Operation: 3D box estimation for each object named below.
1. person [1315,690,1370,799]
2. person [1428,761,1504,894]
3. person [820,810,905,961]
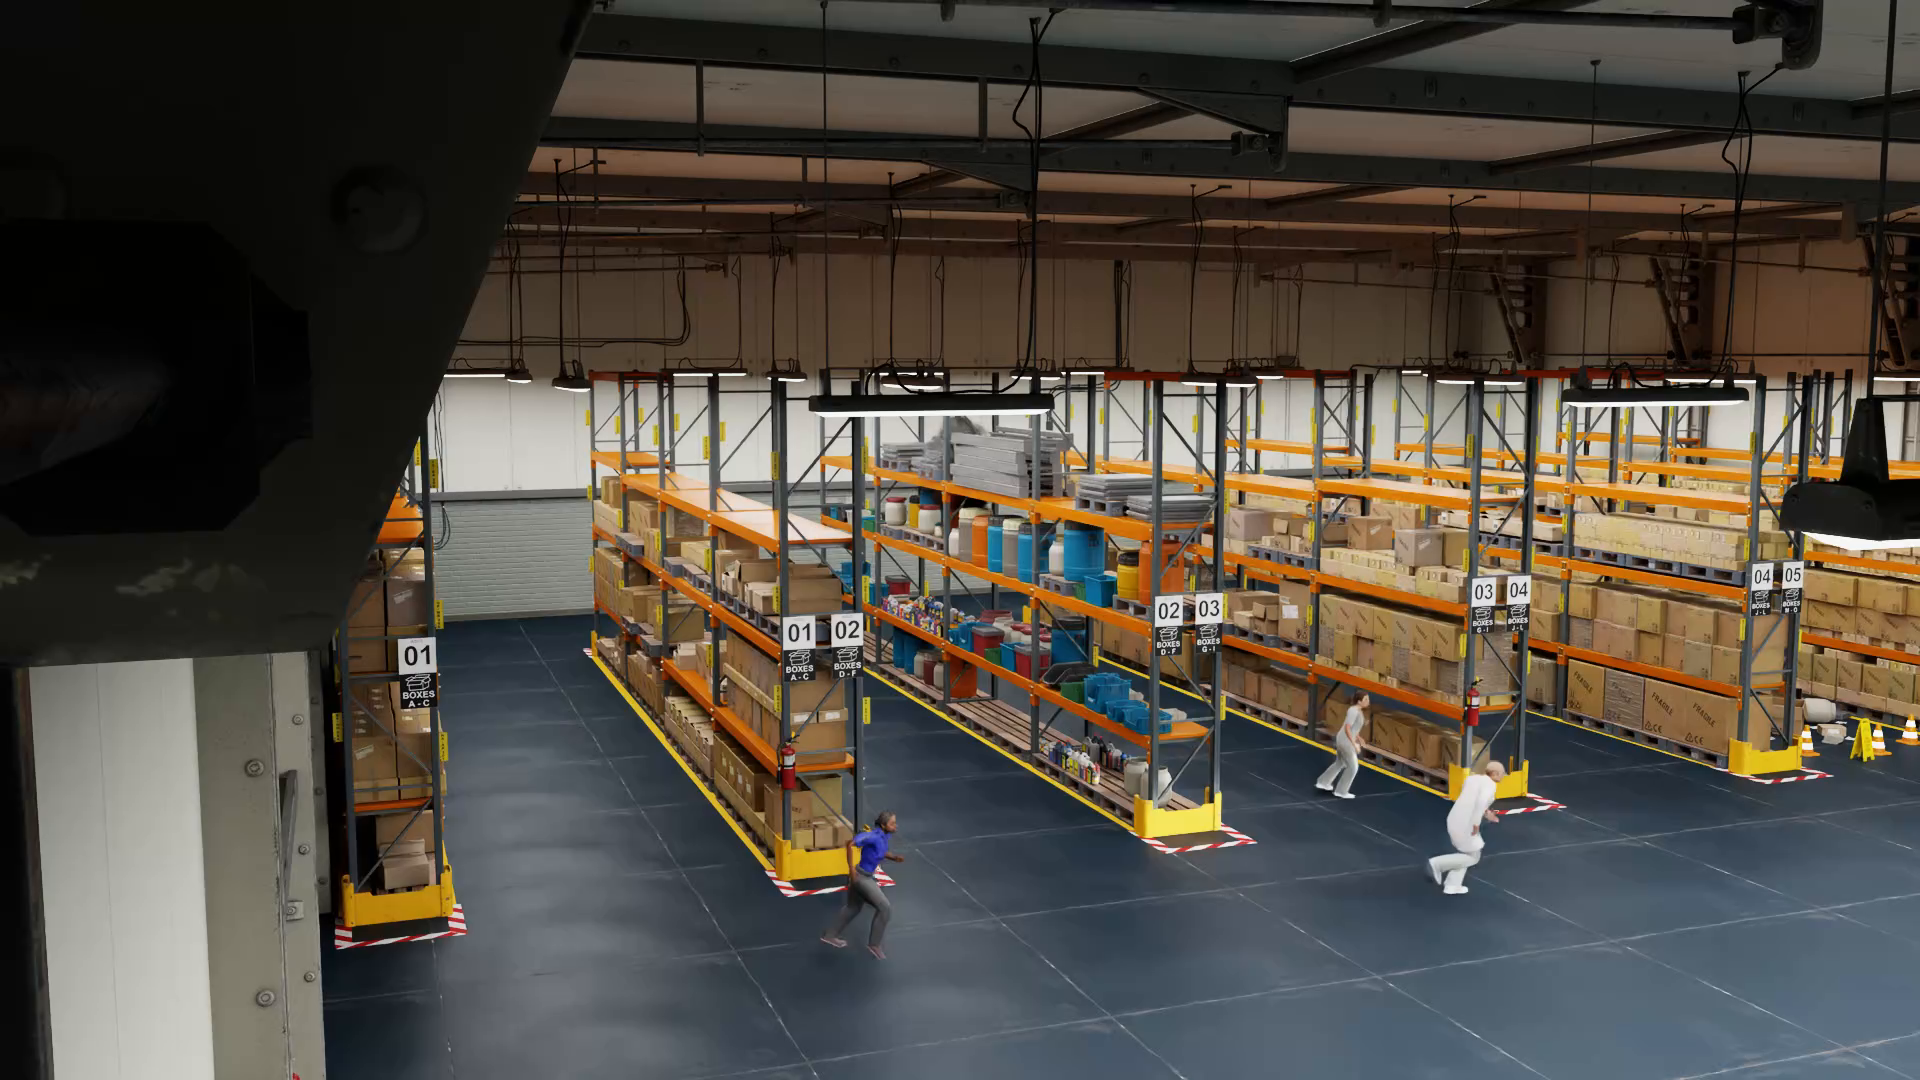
[{"bbox_3d":[5.455,2.904,23.731,0.751,1.614,0.588,2,7,19],"label":"person"},{"bbox_3d":[5.936,3.388,19.462,0.891,1.587,0.734,-1,6,-7],"label":"person"},{"bbox_3d":[-1.022,3.627,17.468,0.898,1.646,0.608,1,6,10],"label":"person"}]
